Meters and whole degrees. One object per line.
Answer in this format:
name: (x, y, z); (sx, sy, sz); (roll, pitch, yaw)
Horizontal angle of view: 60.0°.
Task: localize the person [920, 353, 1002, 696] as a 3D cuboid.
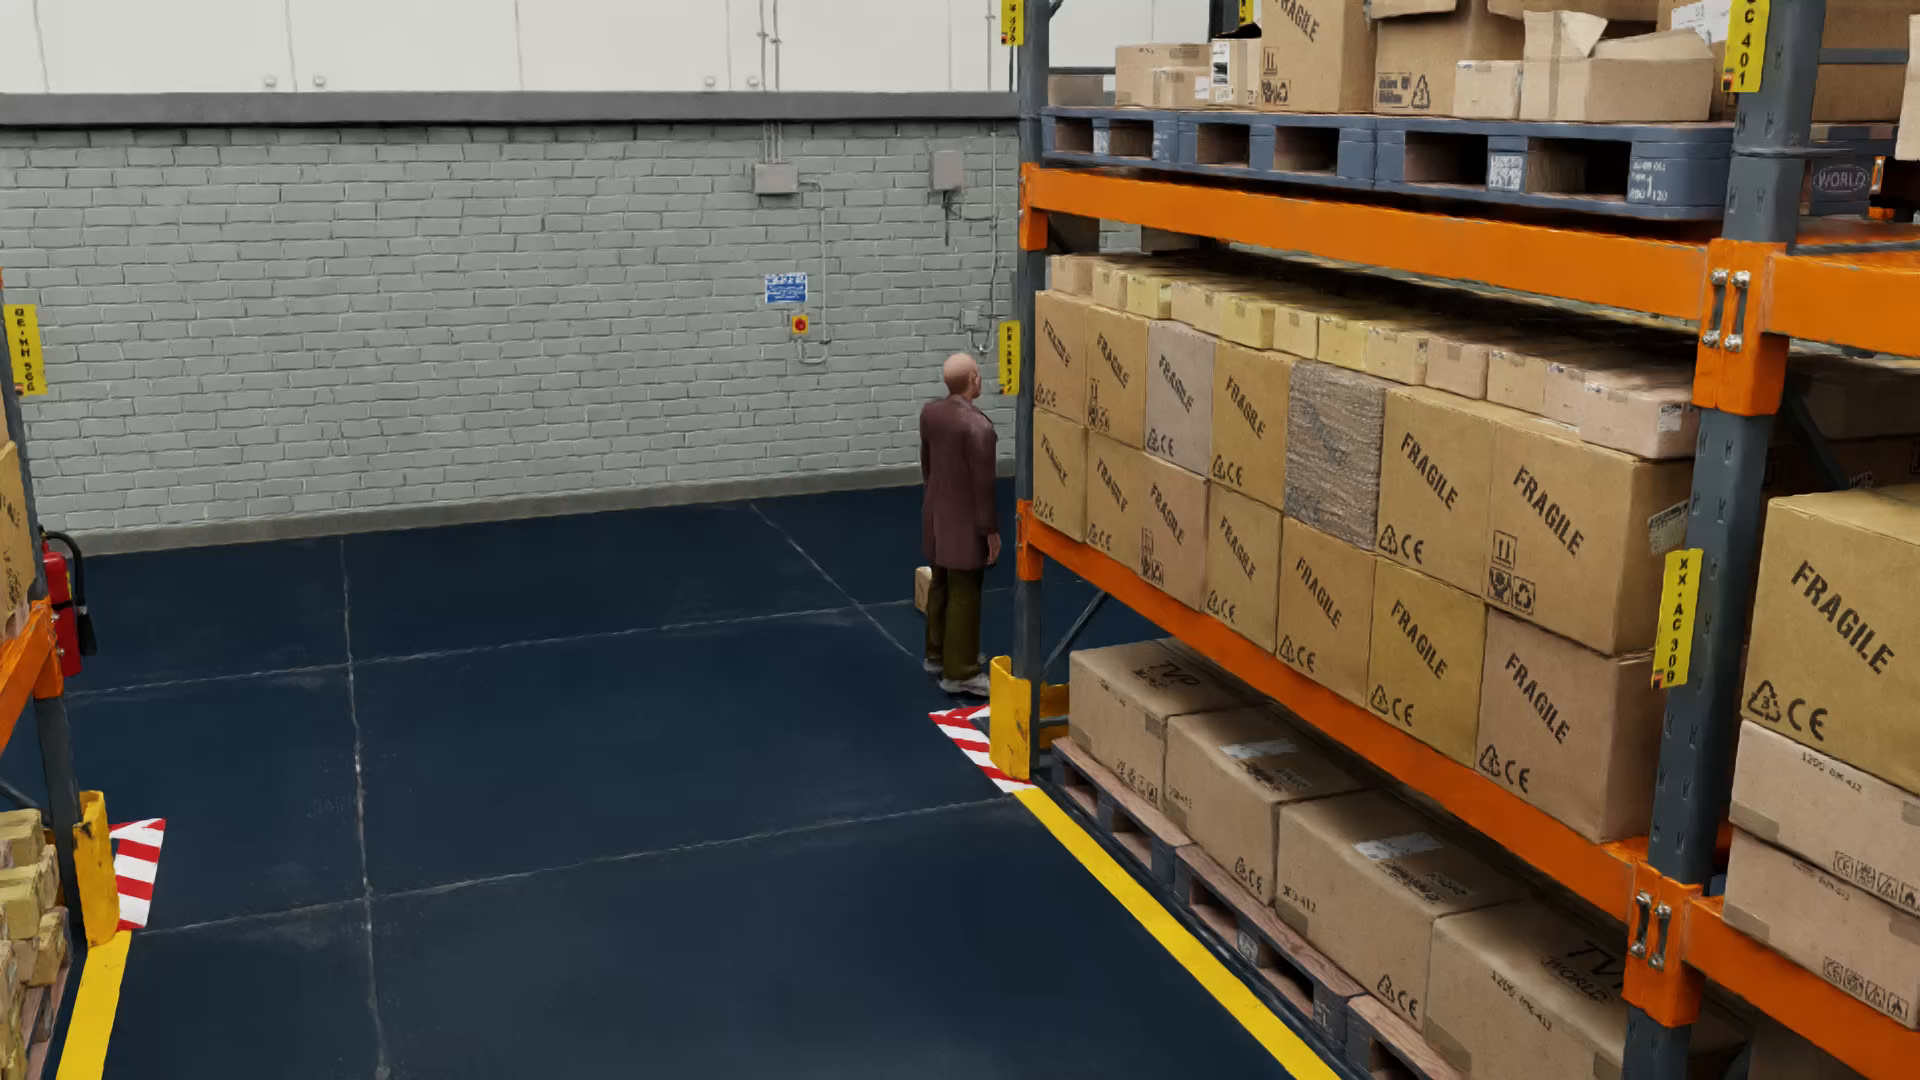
person: (0.024, -0.107, 8.815); (0.434, 1.795, 0.692); (-10, 18, -32)
